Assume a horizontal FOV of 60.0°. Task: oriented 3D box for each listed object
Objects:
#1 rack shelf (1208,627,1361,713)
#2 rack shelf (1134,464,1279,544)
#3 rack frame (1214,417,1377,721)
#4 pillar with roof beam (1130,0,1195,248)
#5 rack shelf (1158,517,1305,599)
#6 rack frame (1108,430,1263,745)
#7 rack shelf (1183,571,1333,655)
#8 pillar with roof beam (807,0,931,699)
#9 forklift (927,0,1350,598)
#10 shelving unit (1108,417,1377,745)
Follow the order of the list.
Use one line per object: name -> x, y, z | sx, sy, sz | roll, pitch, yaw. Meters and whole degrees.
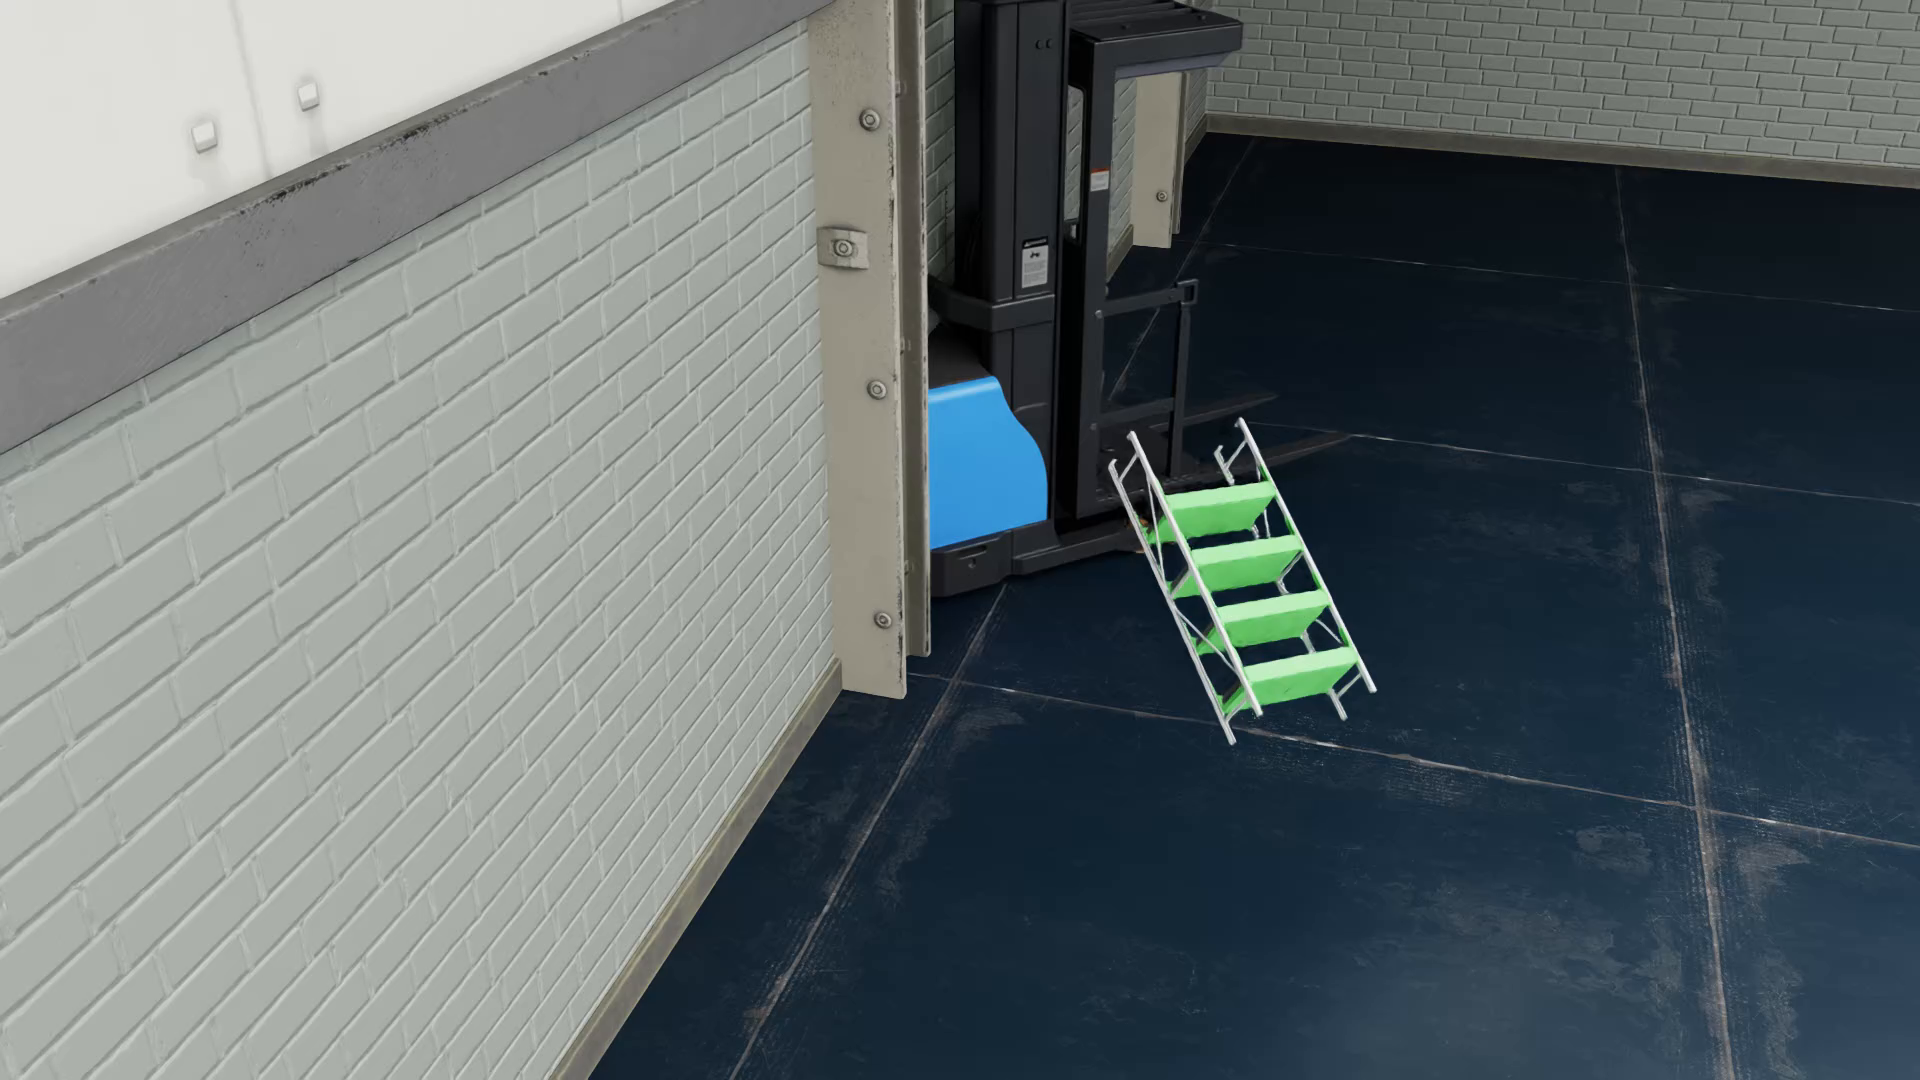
rack shelf -> 1.157, 0.474, 5.966 | 0.480, 0.258, 0.148 | -8, 61, -24
rack shelf -> 0.925, -0.129, 6.284 | 0.480, 0.258, 0.148 | -8, 61, -24
rack frame -> 1.243, 0.094, 6.250 | 0.015, 0.240, 1.200 | -8, 61, -24
pillar with roof beam -> 5.544, -5.546, 8.963 | 9.100, 9.000, 0.400 | 8, 30, 15
rack shelf -> 1.002, 0.072, 6.178 | 0.480, 0.258, 0.148 | -8, 61, -24
rack frame -> 0.803, 0.157, 6.049 | 0.015, 0.240, 1.200 | -8, 61, -24
rack shelf -> 1.080, 0.273, 6.072 | 0.480, 0.258, 0.148 | -8, 61, -24
pillar with roof beam -> 3.783, -2.758, 3.950 | 9.100, 9.000, 0.400 | 8, 30, 15
forklift -> 0.566, -1.427, 7.801 | 3.031, 2.935, 1.130 | -15, 32, -24
shelving unit -> 1.023, 0.125, 6.149 | 0.503, 0.258, 1.200 | -8, 61, -24
